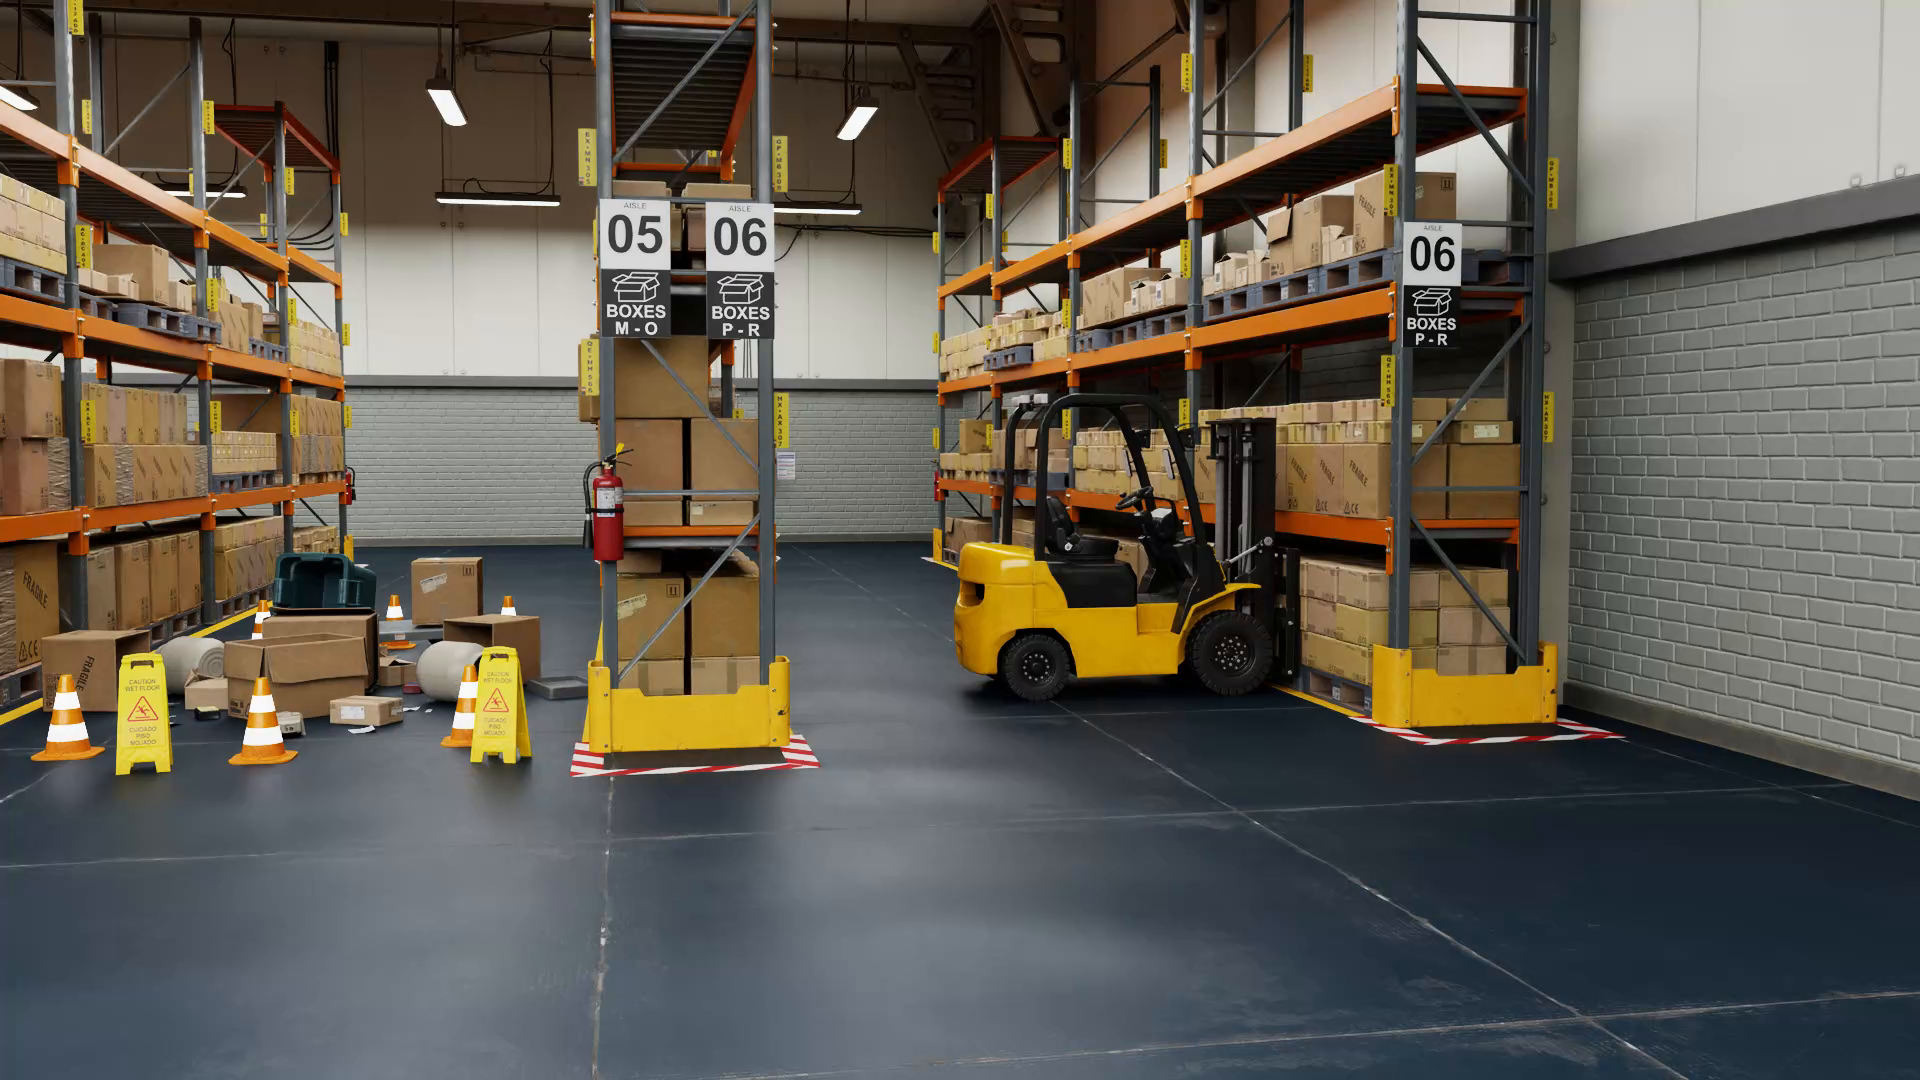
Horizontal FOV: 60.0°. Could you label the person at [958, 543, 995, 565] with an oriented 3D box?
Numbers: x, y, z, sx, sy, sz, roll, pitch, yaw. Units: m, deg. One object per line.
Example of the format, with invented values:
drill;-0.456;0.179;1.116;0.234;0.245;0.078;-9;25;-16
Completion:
person;0.282;0.407;18.211;0.448;0.764;0.925;-1;3;-18
